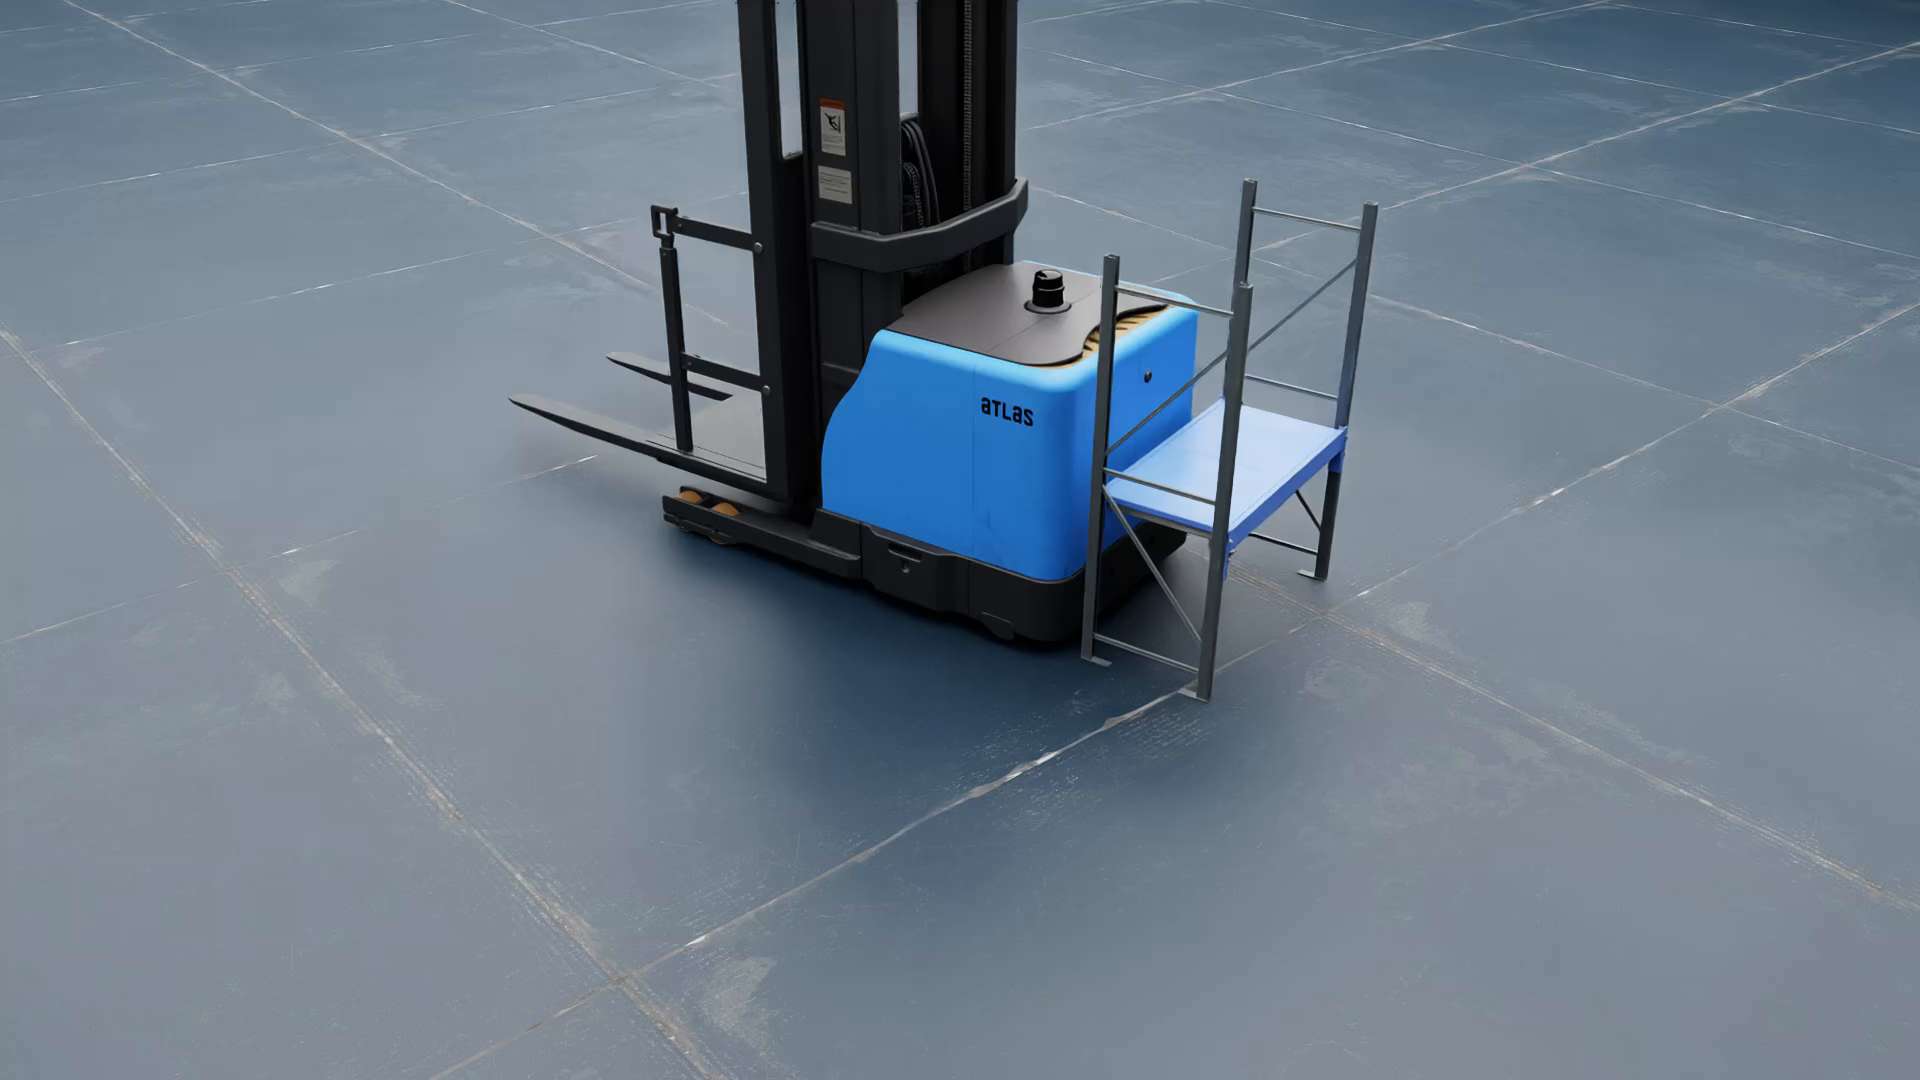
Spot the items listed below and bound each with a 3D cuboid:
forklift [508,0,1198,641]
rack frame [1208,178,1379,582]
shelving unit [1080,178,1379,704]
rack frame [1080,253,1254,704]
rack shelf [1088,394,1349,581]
[{"bbox_3d":[-0.602,-1.458,6.369,3.031,2.935,1.130,18,33,30],"label":"forklift"},{"bbox_3d":[1.222,-0.570,6.216,0.500,1.500,0.032,18,33,29],"label":"rack frame"},{"bbox_3d":[0.940,-0.371,5.843,0.538,1.500,1.048,18,33,29],"label":"shelving unit"},{"bbox_3d":[0.657,-0.171,5.471,0.500,1.500,0.032,18,33,29],"label":"rack frame"},{"bbox_3d":[0.937,-0.213,5.930,0.538,0.185,1.000,18,33,29],"label":"rack shelf"}]
